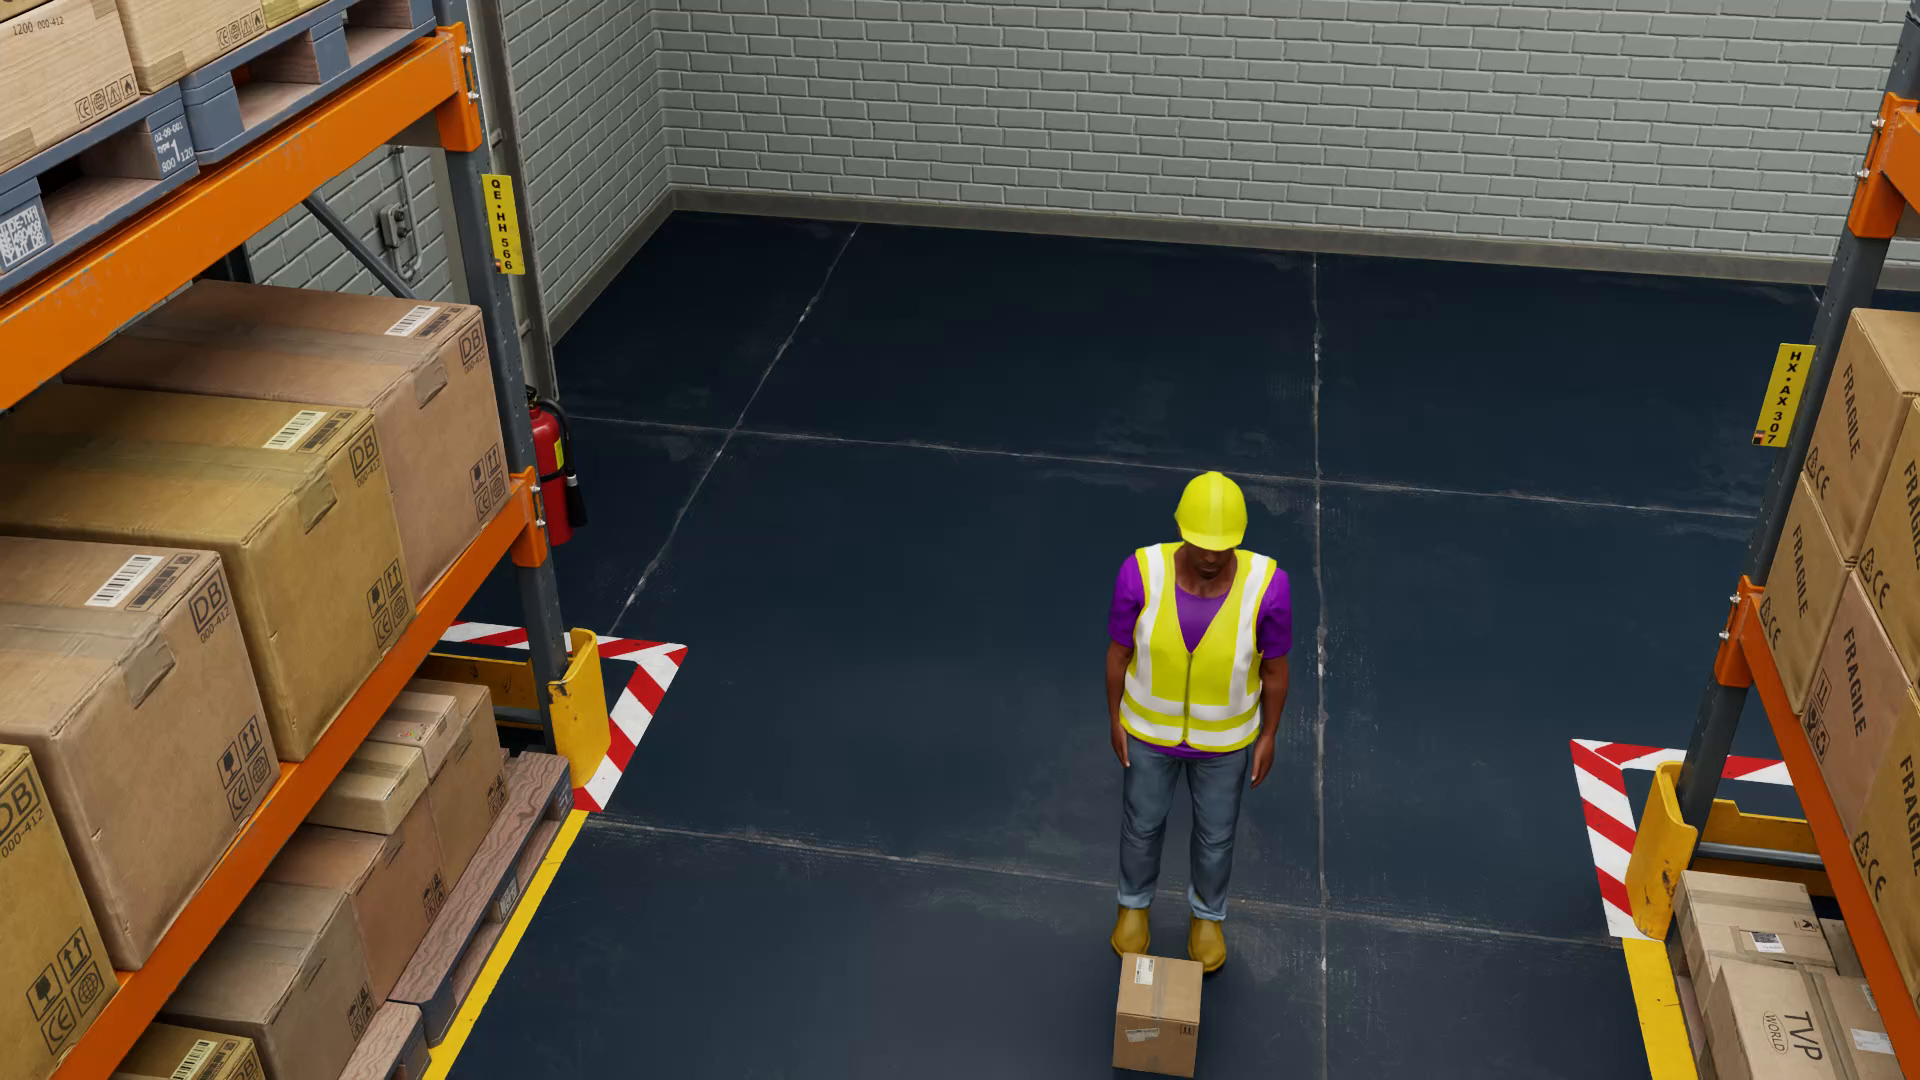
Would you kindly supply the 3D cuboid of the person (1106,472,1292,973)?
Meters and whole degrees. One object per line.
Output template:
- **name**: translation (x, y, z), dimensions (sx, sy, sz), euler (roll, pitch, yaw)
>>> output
- **person**: translation (0.719, 0.584, 5.184), dimensions (0.563, 1.767, 0.368), euler (6, 33, 9)
